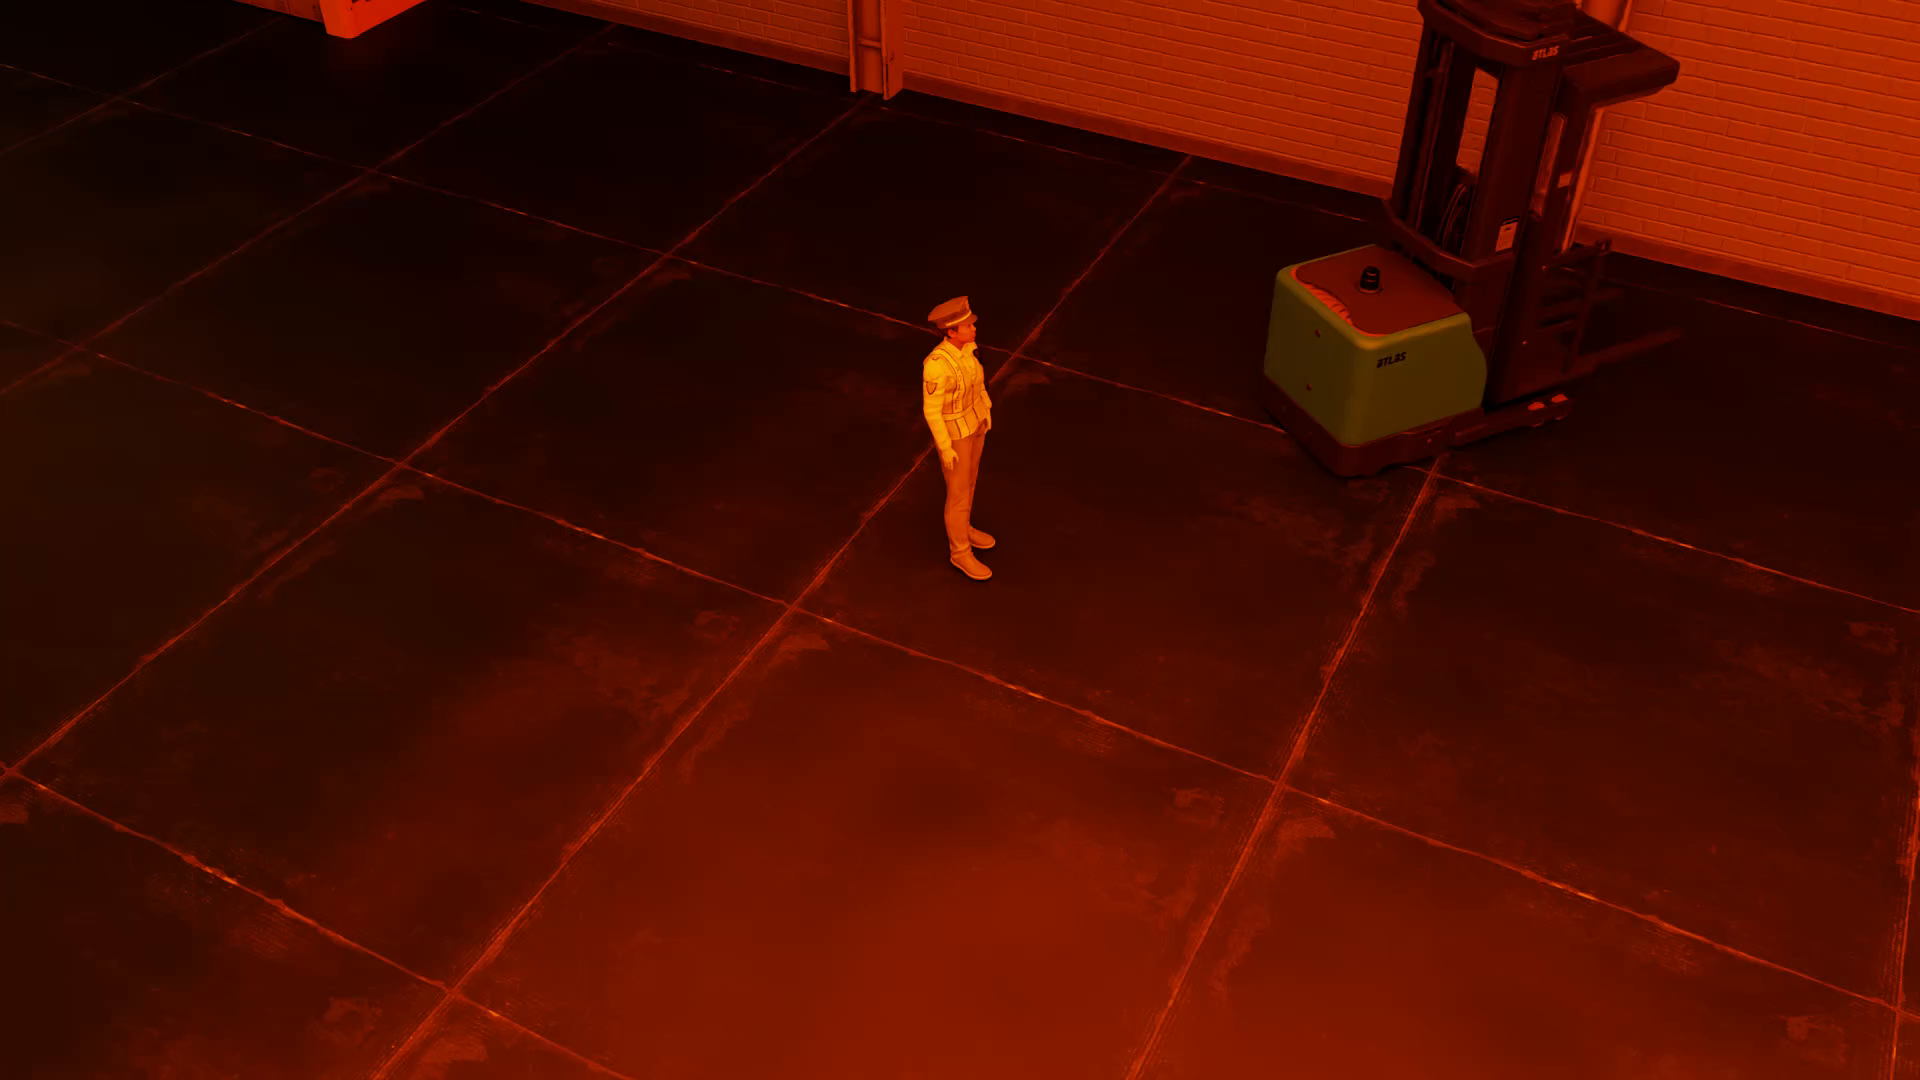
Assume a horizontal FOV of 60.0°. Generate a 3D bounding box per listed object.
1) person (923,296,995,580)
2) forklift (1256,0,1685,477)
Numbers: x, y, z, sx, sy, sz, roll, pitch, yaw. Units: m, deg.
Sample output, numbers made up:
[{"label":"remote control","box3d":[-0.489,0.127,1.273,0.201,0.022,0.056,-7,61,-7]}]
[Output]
[{"label":"person","box3d":[0.057,-0.630,9.683,0.534,1.696,0.587,18,43,21]},{"label":"forklift","box3d":[3.569,-2.171,10.564,3.031,2.935,1.130,-17,43,-19]}]
